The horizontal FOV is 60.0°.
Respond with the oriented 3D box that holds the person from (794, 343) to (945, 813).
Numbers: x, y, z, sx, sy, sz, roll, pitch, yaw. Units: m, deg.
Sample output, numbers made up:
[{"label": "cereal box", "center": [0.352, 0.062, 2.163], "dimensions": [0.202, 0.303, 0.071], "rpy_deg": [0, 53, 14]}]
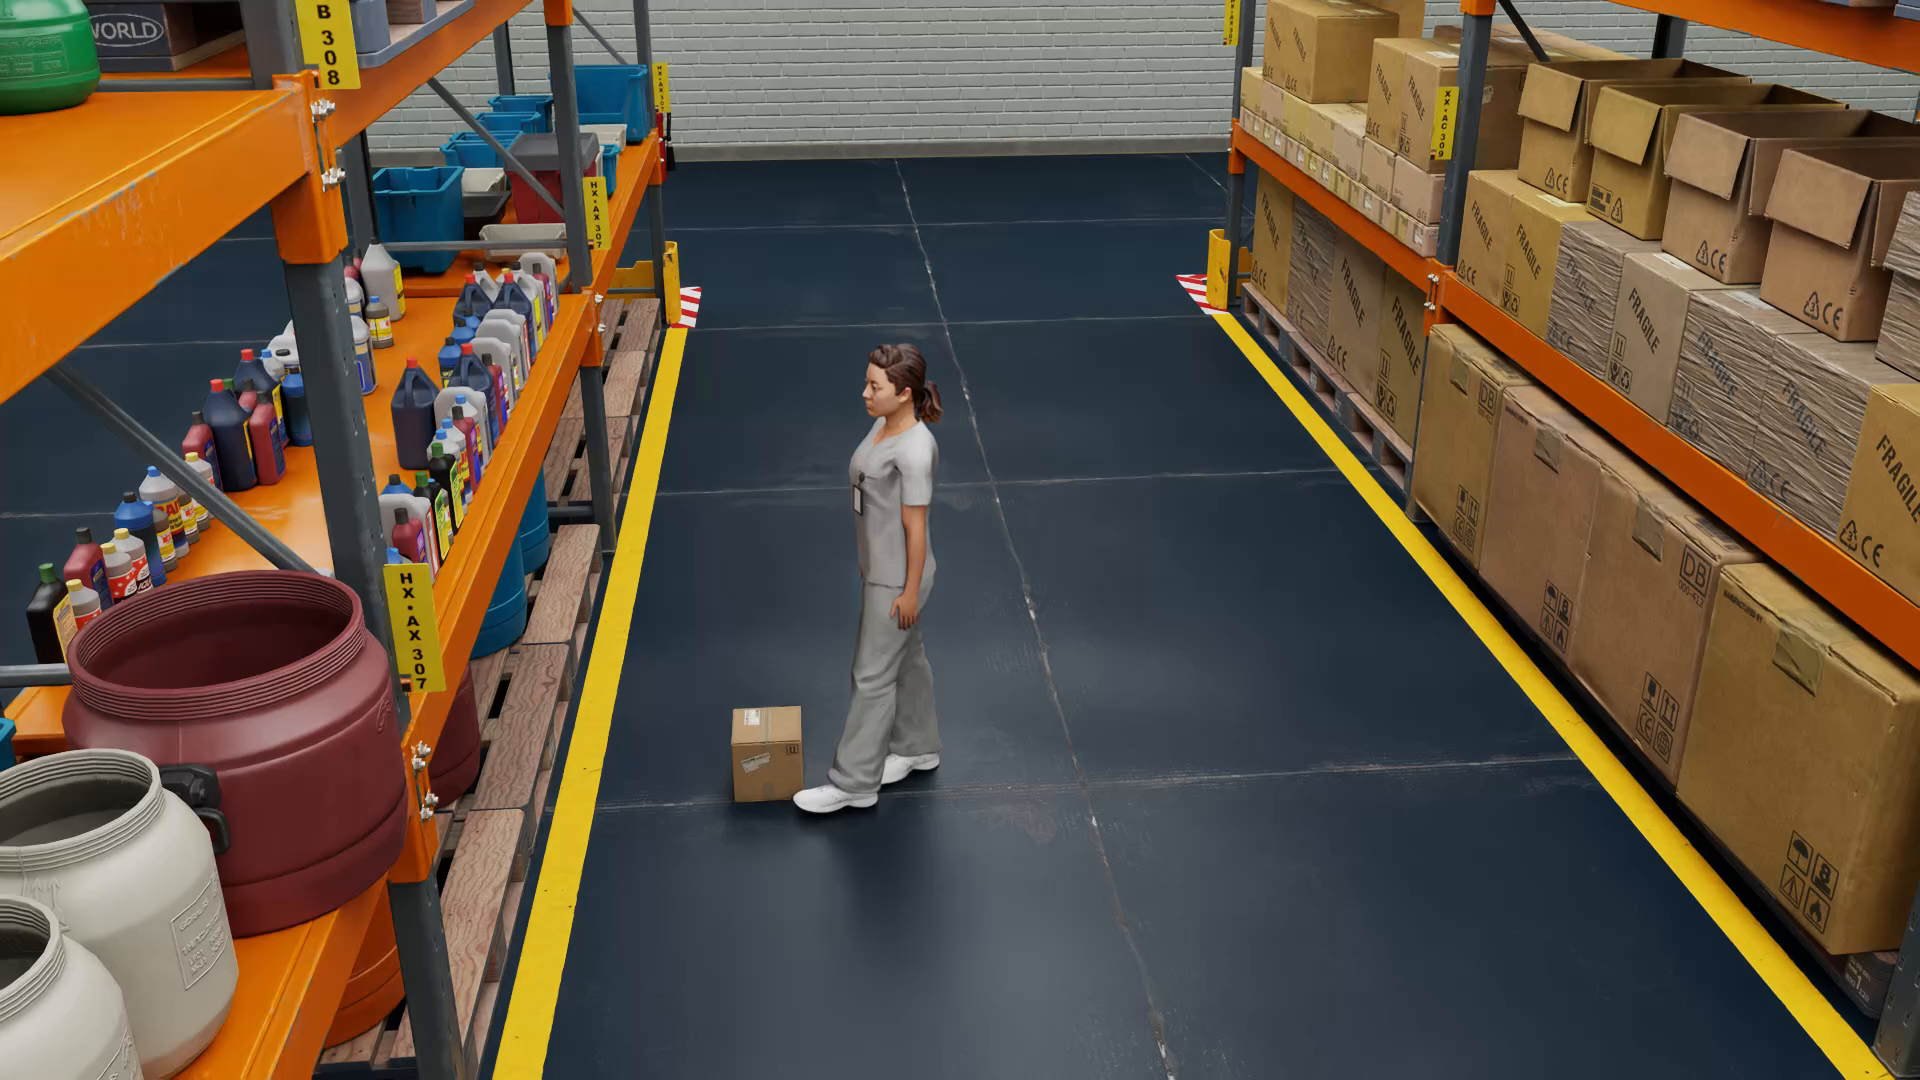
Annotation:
[{"label": "person", "center": [-0.338, 0.128, 5.807], "dimensions": [0.605, 1.666, 0.446], "rpy_deg": [-6, 25, -14]}]
